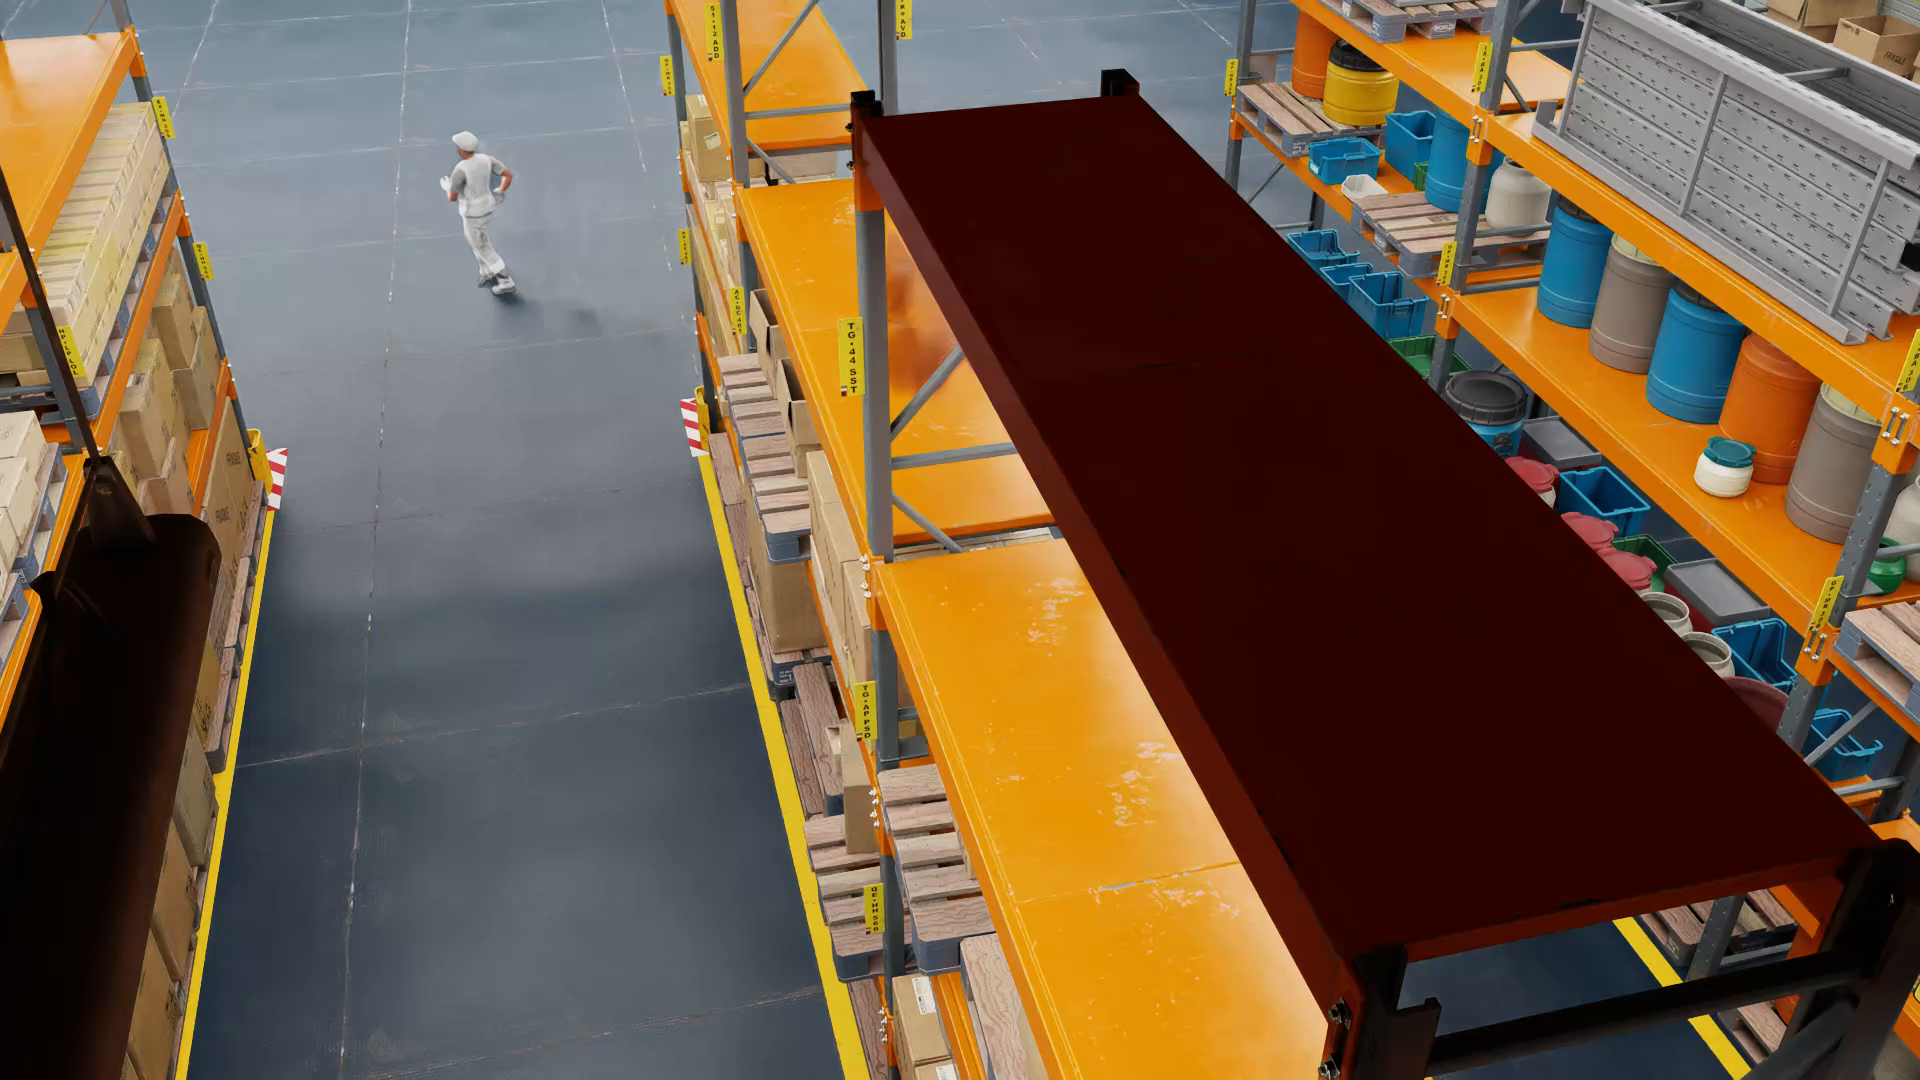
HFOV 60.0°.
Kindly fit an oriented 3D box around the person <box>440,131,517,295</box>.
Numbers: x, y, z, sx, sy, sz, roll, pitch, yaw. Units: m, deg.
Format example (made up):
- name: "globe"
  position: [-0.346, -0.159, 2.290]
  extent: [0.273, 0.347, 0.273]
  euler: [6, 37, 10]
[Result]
- name: "person"
  position: [-5.075, -3.429, 17.515]
  extent: [0.763, 1.831, 0.649]
  euler: [14, 37, 19]
